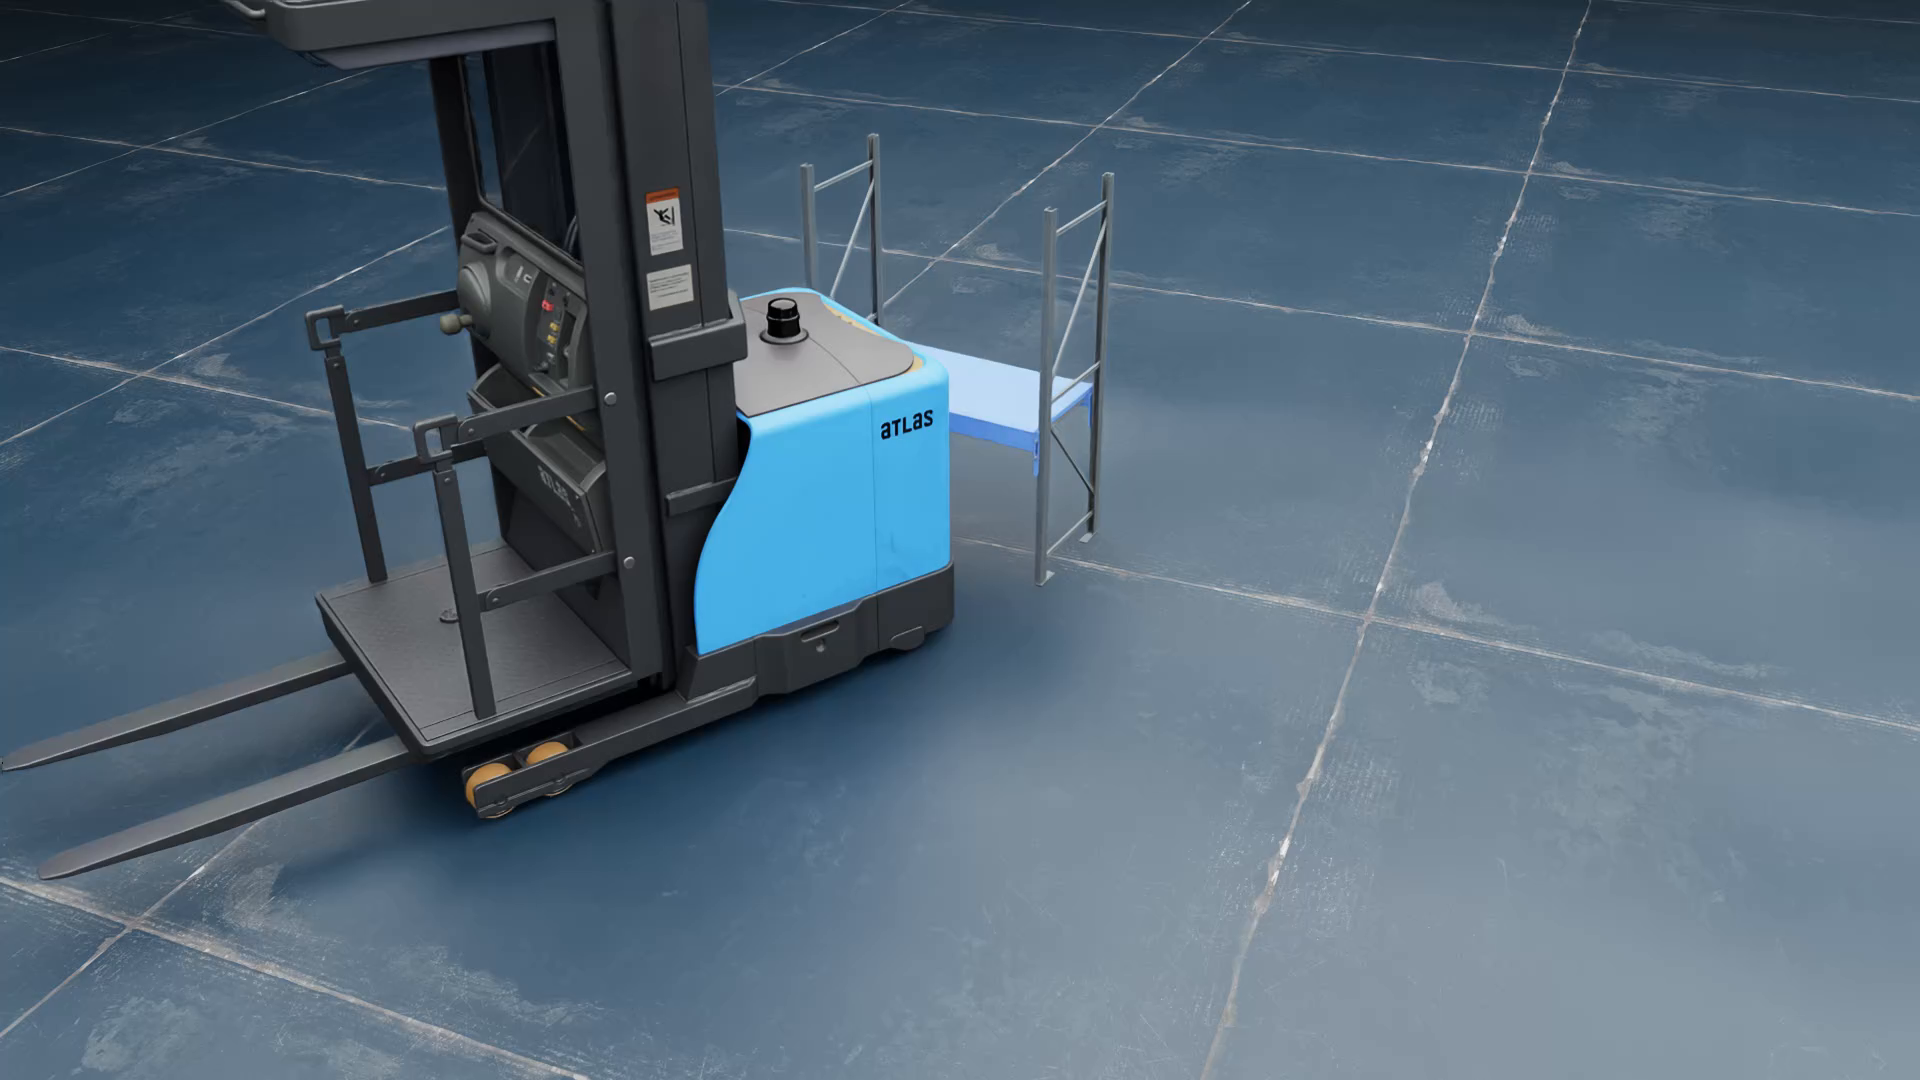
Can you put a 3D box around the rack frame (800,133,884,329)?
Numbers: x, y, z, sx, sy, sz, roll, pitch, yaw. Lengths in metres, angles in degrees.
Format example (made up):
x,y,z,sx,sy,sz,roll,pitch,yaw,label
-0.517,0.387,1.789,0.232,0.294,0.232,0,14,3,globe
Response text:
x,y,z,sx,sy,sz,roll,pitch,yaw,label
-0.454,-0.832,6.699,0.032,1.500,0.500,16,33,26,rack frame

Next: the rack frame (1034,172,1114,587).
x,y,z,sx,sy,sz,roll,pitch,yaw,label
0.426,-0.582,6.255,0.032,1.500,0.500,16,33,26,rack frame

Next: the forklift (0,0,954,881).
x,y,z,sx,sy,sz,roll,pitch,yaw,label
-1.518,-0.702,5.013,3.031,2.935,1.130,-19,35,-30,forklift

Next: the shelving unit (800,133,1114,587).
x,y,z,sx,sy,sz,roll,pitch,yaw,label
-0.014,-0.707,6.477,1.048,1.500,0.538,16,33,26,shelving unit

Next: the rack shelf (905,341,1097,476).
x,y,z,sx,sy,sz,roll,pitch,yaw,label
-0.014,-0.550,6.565,1.000,0.185,0.538,16,33,26,rack shelf
